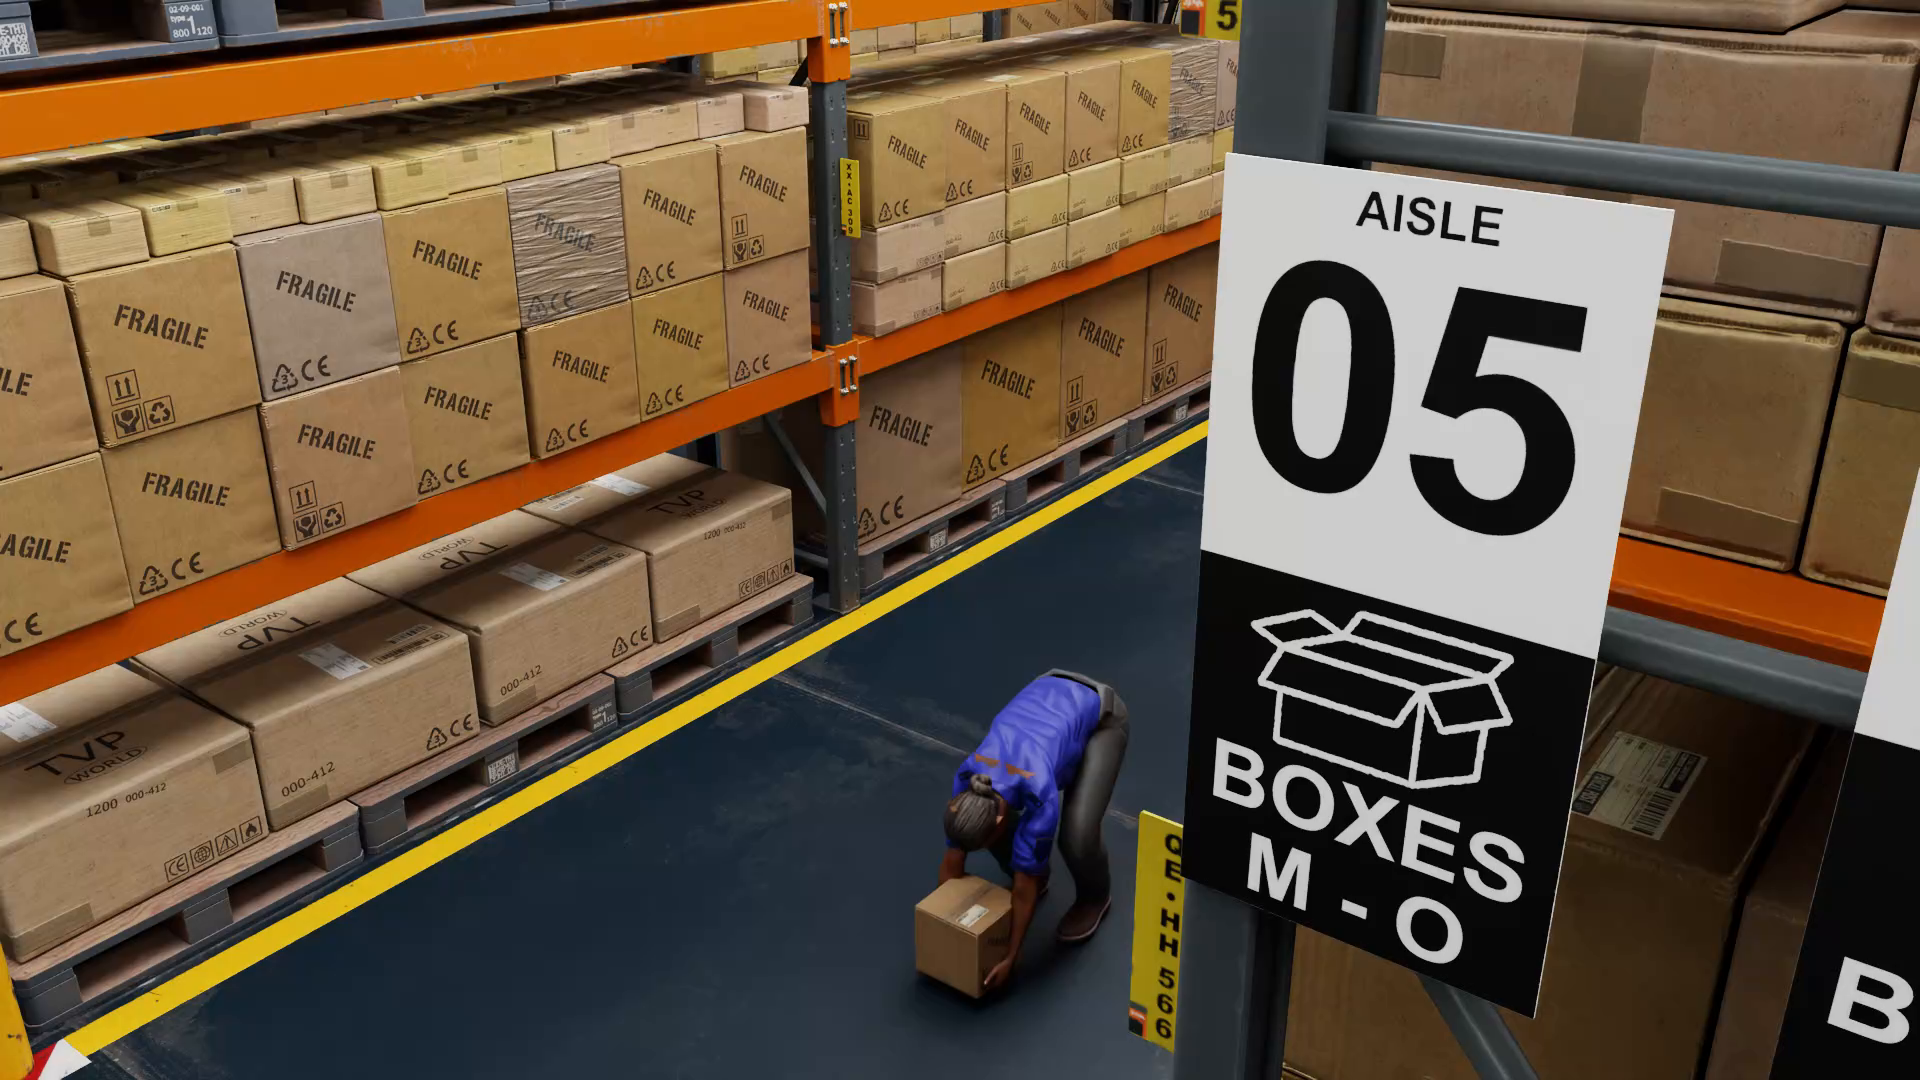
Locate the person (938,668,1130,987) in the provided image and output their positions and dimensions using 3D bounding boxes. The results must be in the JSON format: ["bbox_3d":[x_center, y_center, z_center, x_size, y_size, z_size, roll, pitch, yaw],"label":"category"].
[{"bbox_3d":[0.234,0.938,5.457,0.458,0.864,0.864,15,28,31],"label":"person"}]
